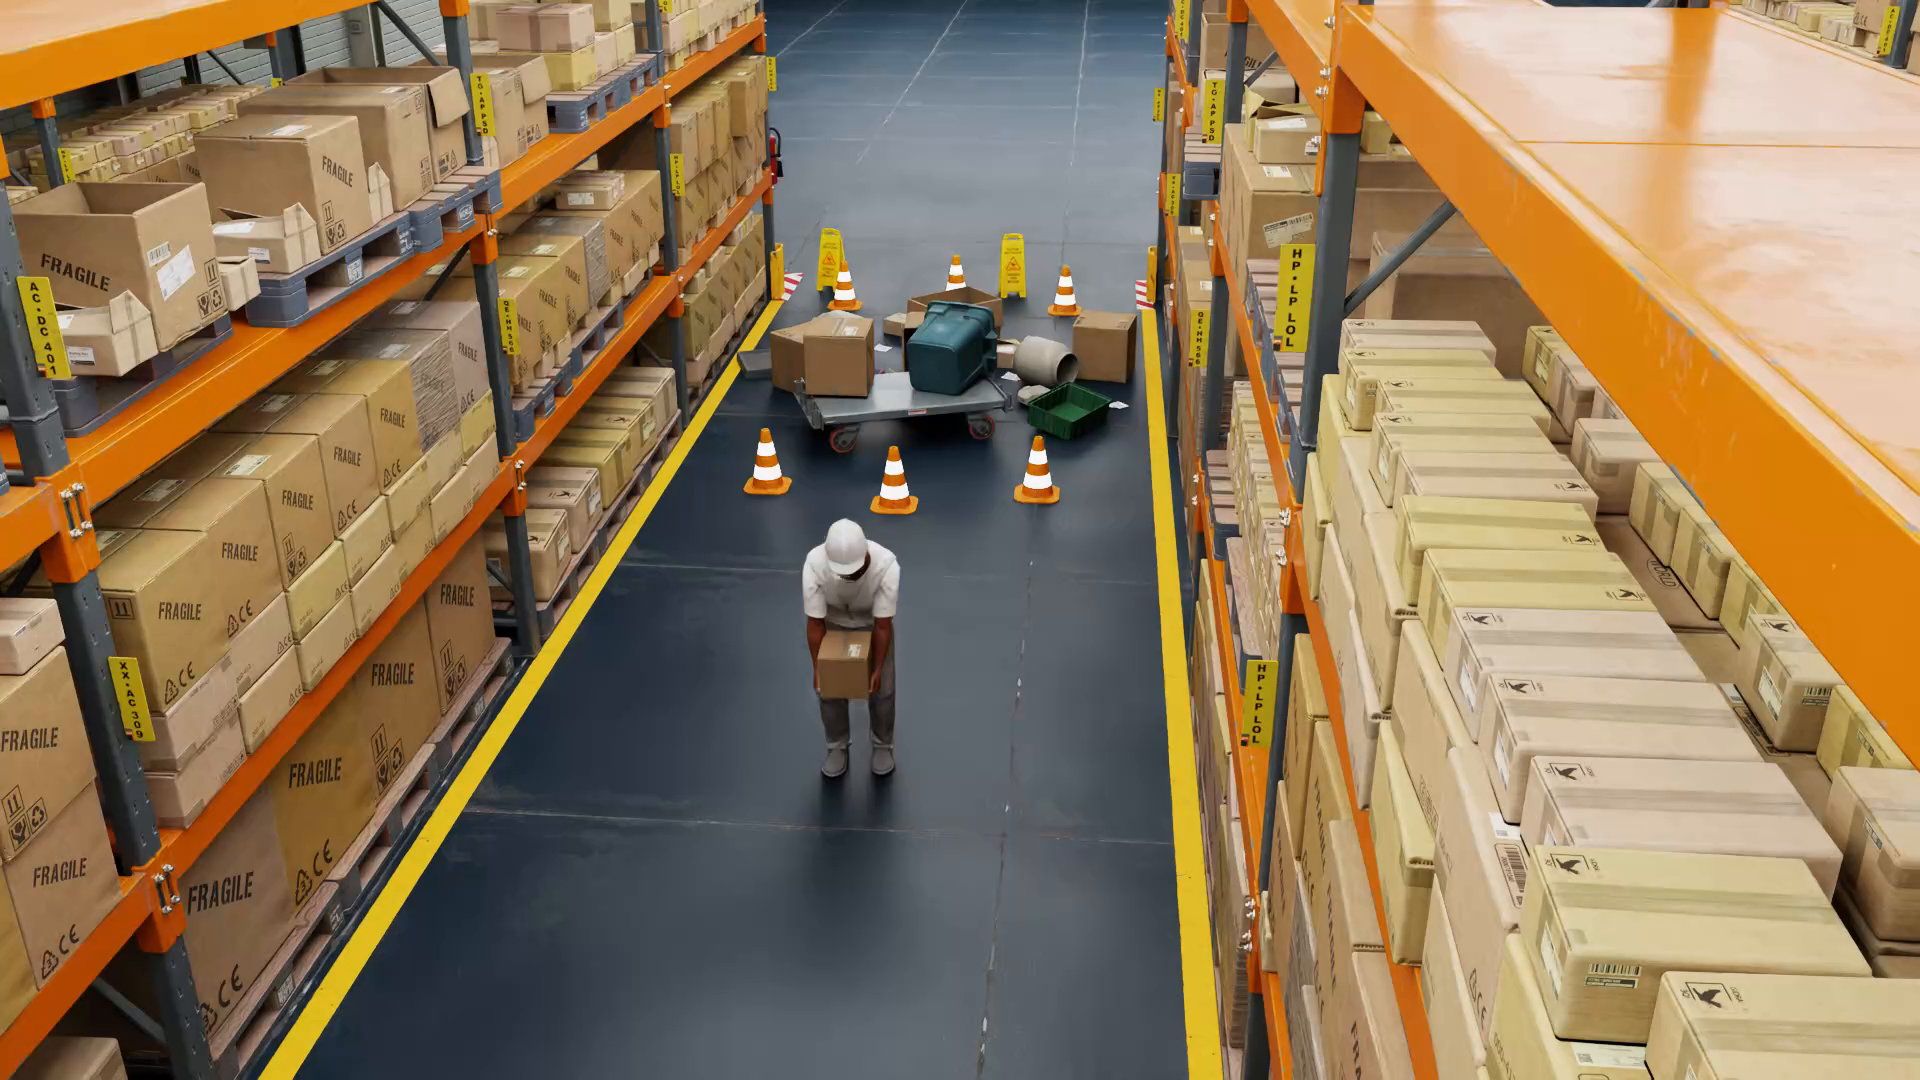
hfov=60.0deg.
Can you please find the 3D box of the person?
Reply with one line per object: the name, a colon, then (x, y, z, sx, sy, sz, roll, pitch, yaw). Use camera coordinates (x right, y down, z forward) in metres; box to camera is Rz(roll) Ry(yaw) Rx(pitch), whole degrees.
person: (-0.541, 0.435, 8.633, 0.505, 1.750, 0.580, 1, 24, 3)
